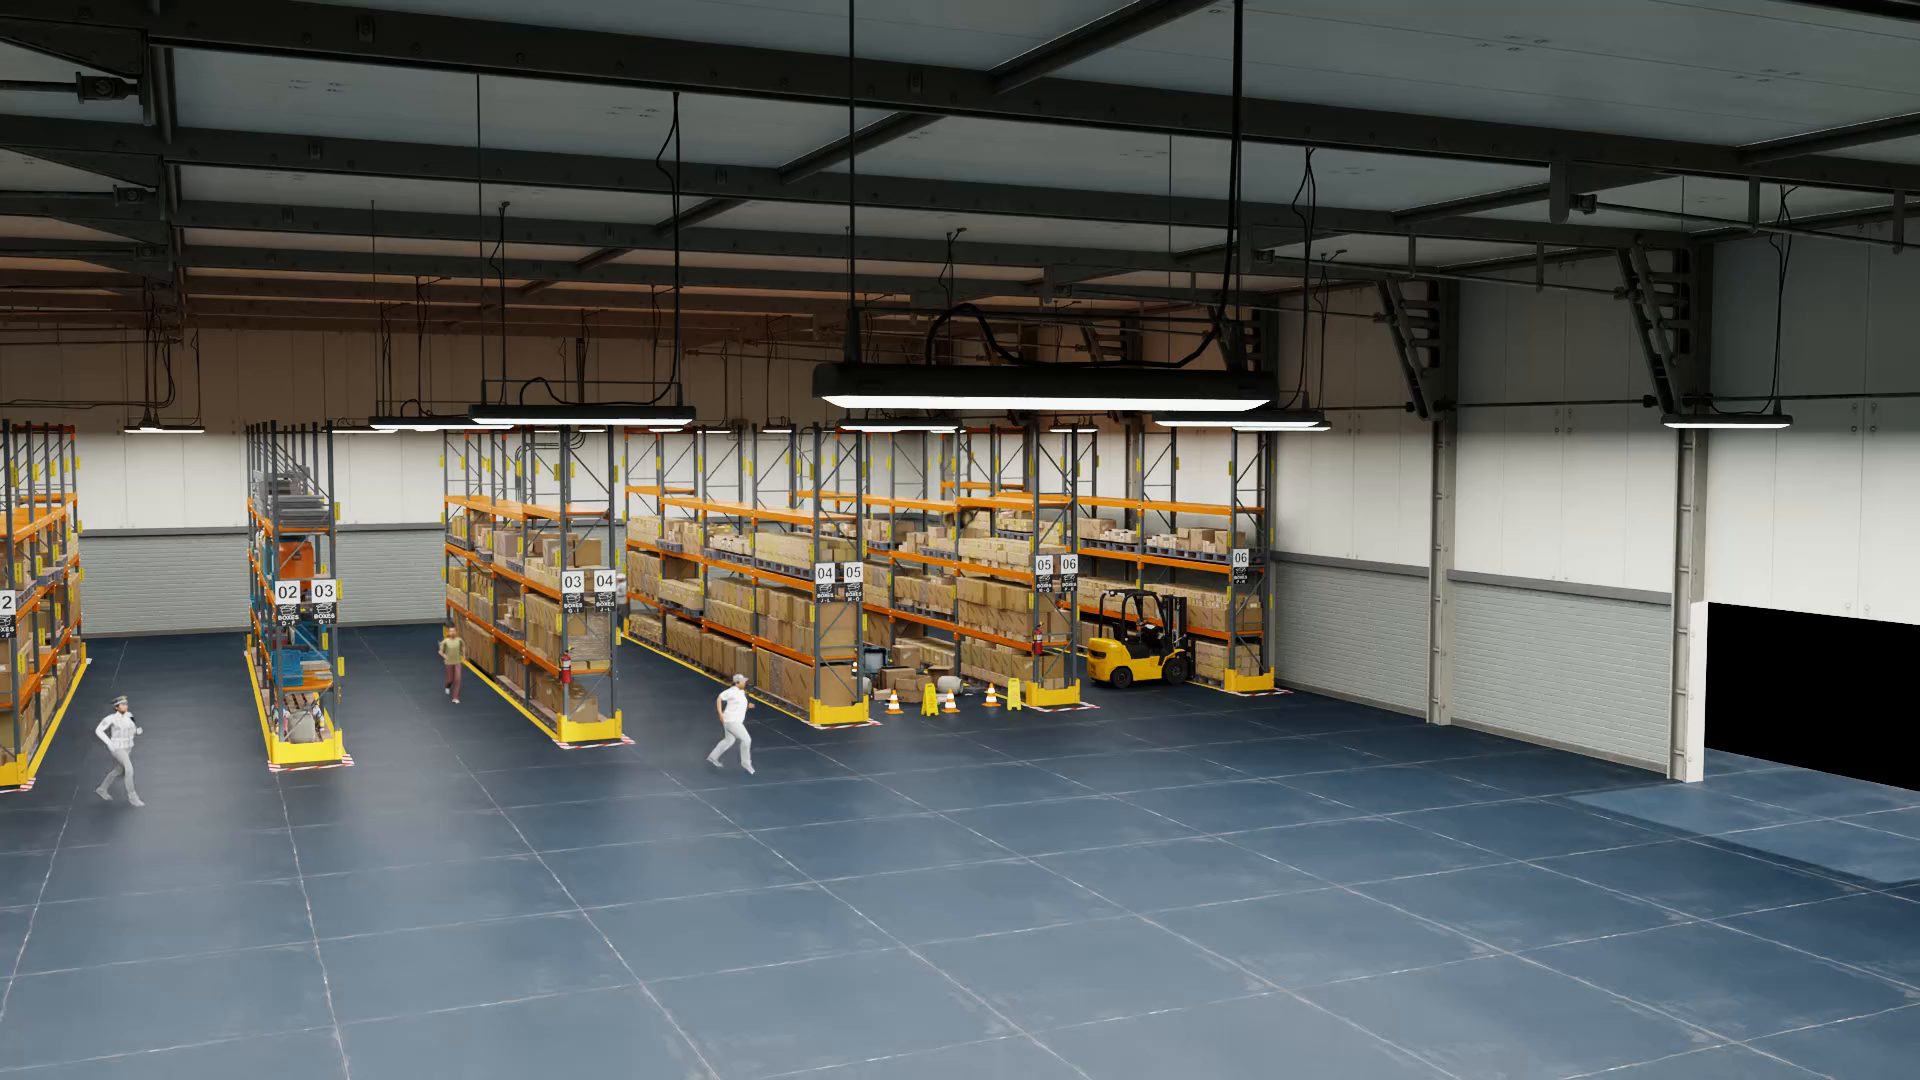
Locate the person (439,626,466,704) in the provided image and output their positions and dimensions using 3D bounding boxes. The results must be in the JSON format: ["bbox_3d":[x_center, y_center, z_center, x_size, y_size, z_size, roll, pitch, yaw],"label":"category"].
[{"bbox_3d":[-10.914,2.671,35.838,0.593,1.640,0.875,-2,4,-28],"label":"person"}]

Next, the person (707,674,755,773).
[{"bbox_3d":[-3.907,3.134,28.363,0.861,1.713,0.627,1,4,9],"label":"person"}]

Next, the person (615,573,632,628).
[{"bbox_3d":[-9.894,1.843,48.852,0.778,1.785,0.794,-2,4,-27],"label":"person"}]

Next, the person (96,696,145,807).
[{"bbox_3d":[-13.026,3.264,25.813,0.857,1.726,0.592,1,4,10],"label":"person"}]
